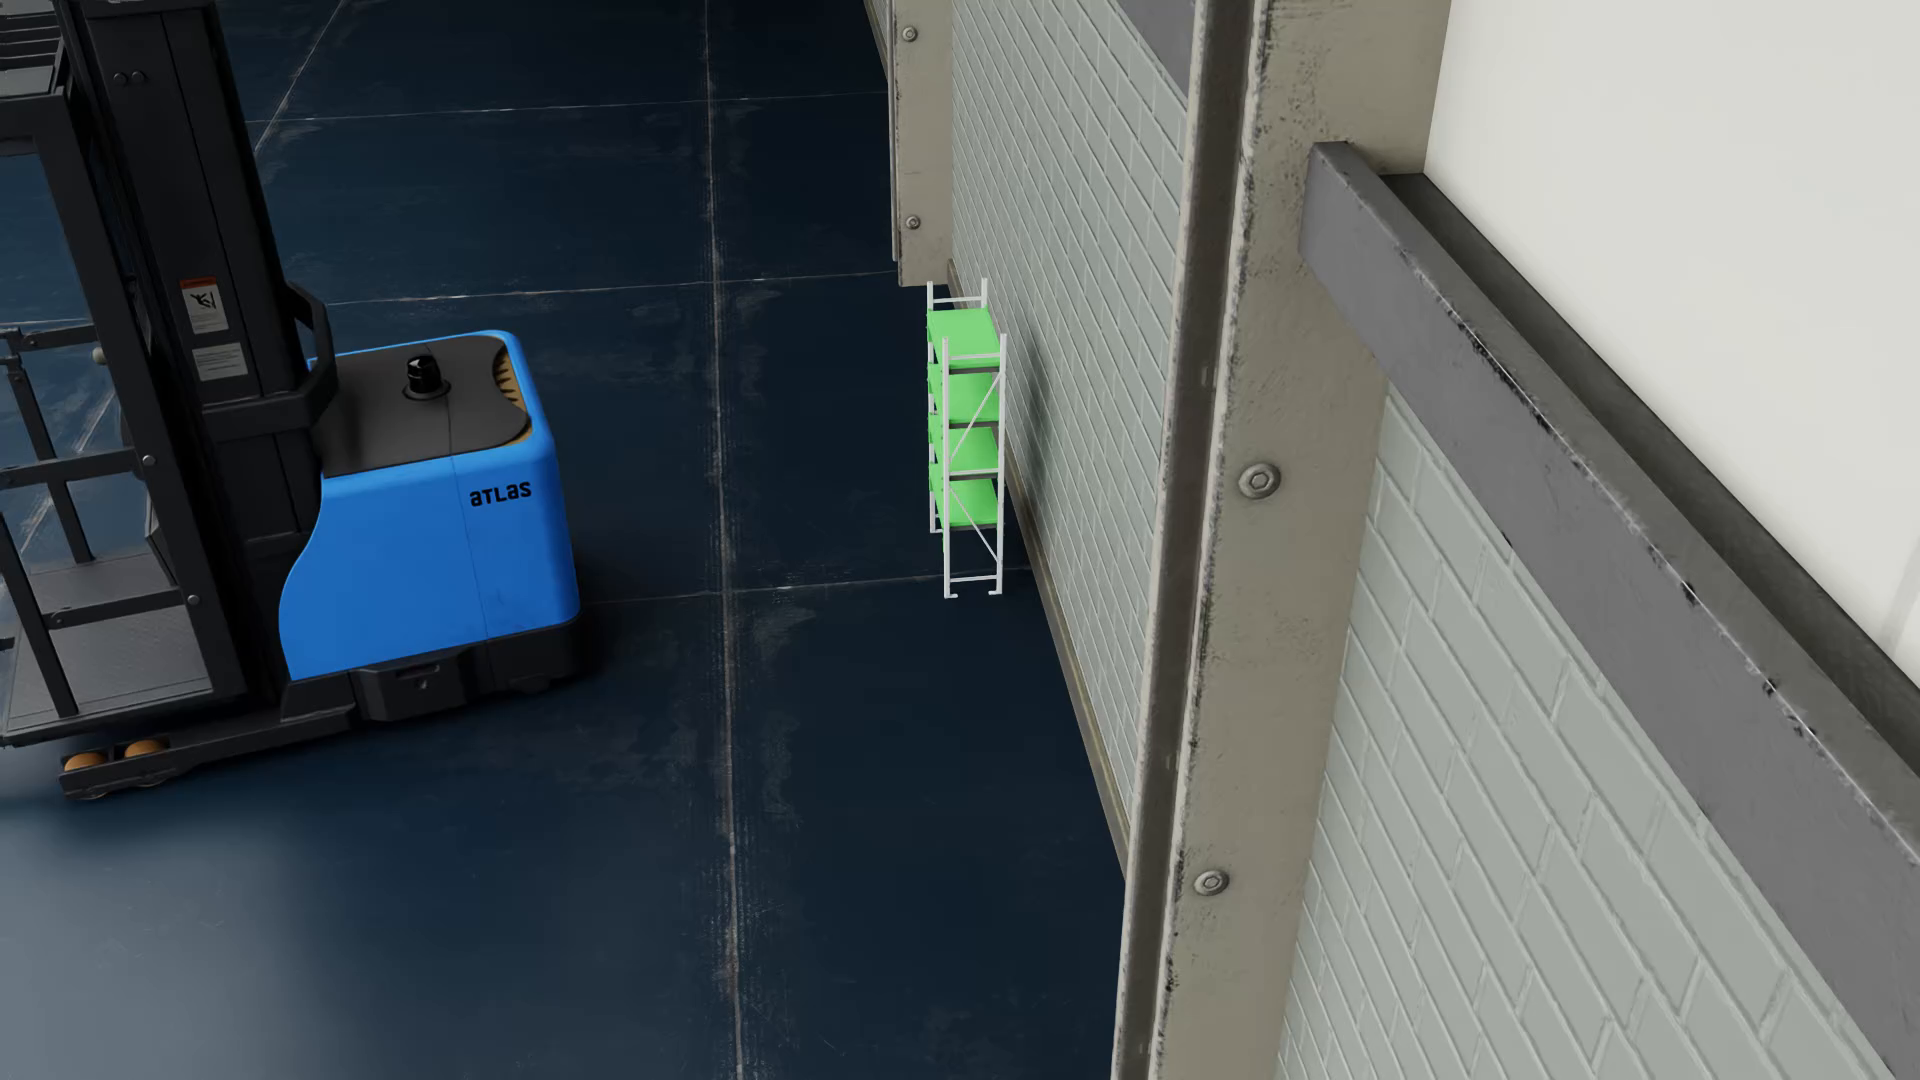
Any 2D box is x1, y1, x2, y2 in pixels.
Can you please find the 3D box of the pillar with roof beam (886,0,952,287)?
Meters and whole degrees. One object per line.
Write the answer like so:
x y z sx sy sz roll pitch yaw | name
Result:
-4.478 -4.938 6.505 9.100 9.000 0.400 -4 35 -6 | pillar with roof beam

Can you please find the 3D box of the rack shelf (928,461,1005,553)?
0.022 -0.152 6.948 0.258 0.148 0.480 -4 35 -6 | rack shelf

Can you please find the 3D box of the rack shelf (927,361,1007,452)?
0.022 -0.549 6.677 0.258 0.148 0.480 -4 35 -6 | rack shelf

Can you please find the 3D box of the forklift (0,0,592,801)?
-2.998 -0.627 5.567 3.031 2.935 1.130 -12 36 -17 | forklift

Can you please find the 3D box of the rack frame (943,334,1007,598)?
0.055 -0.267 6.577 0.240 1.200 0.015 -4 35 -6 | rack frame

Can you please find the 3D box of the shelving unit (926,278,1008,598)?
0.022 -0.403 6.777 0.258 1.200 0.503 -4 35 -6 | shelving unit

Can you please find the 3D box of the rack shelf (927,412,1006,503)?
0.022 -0.351 6.813 0.258 0.148 0.480 -4 35 -6 | rack shelf

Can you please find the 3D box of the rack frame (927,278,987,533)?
-0.011 -0.540 6.976 0.240 1.200 0.015 -4 35 -6 | rack frame

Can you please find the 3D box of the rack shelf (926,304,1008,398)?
0.022 -0.747 6.542 0.258 0.148 0.480 -4 35 -6 | rack shelf
